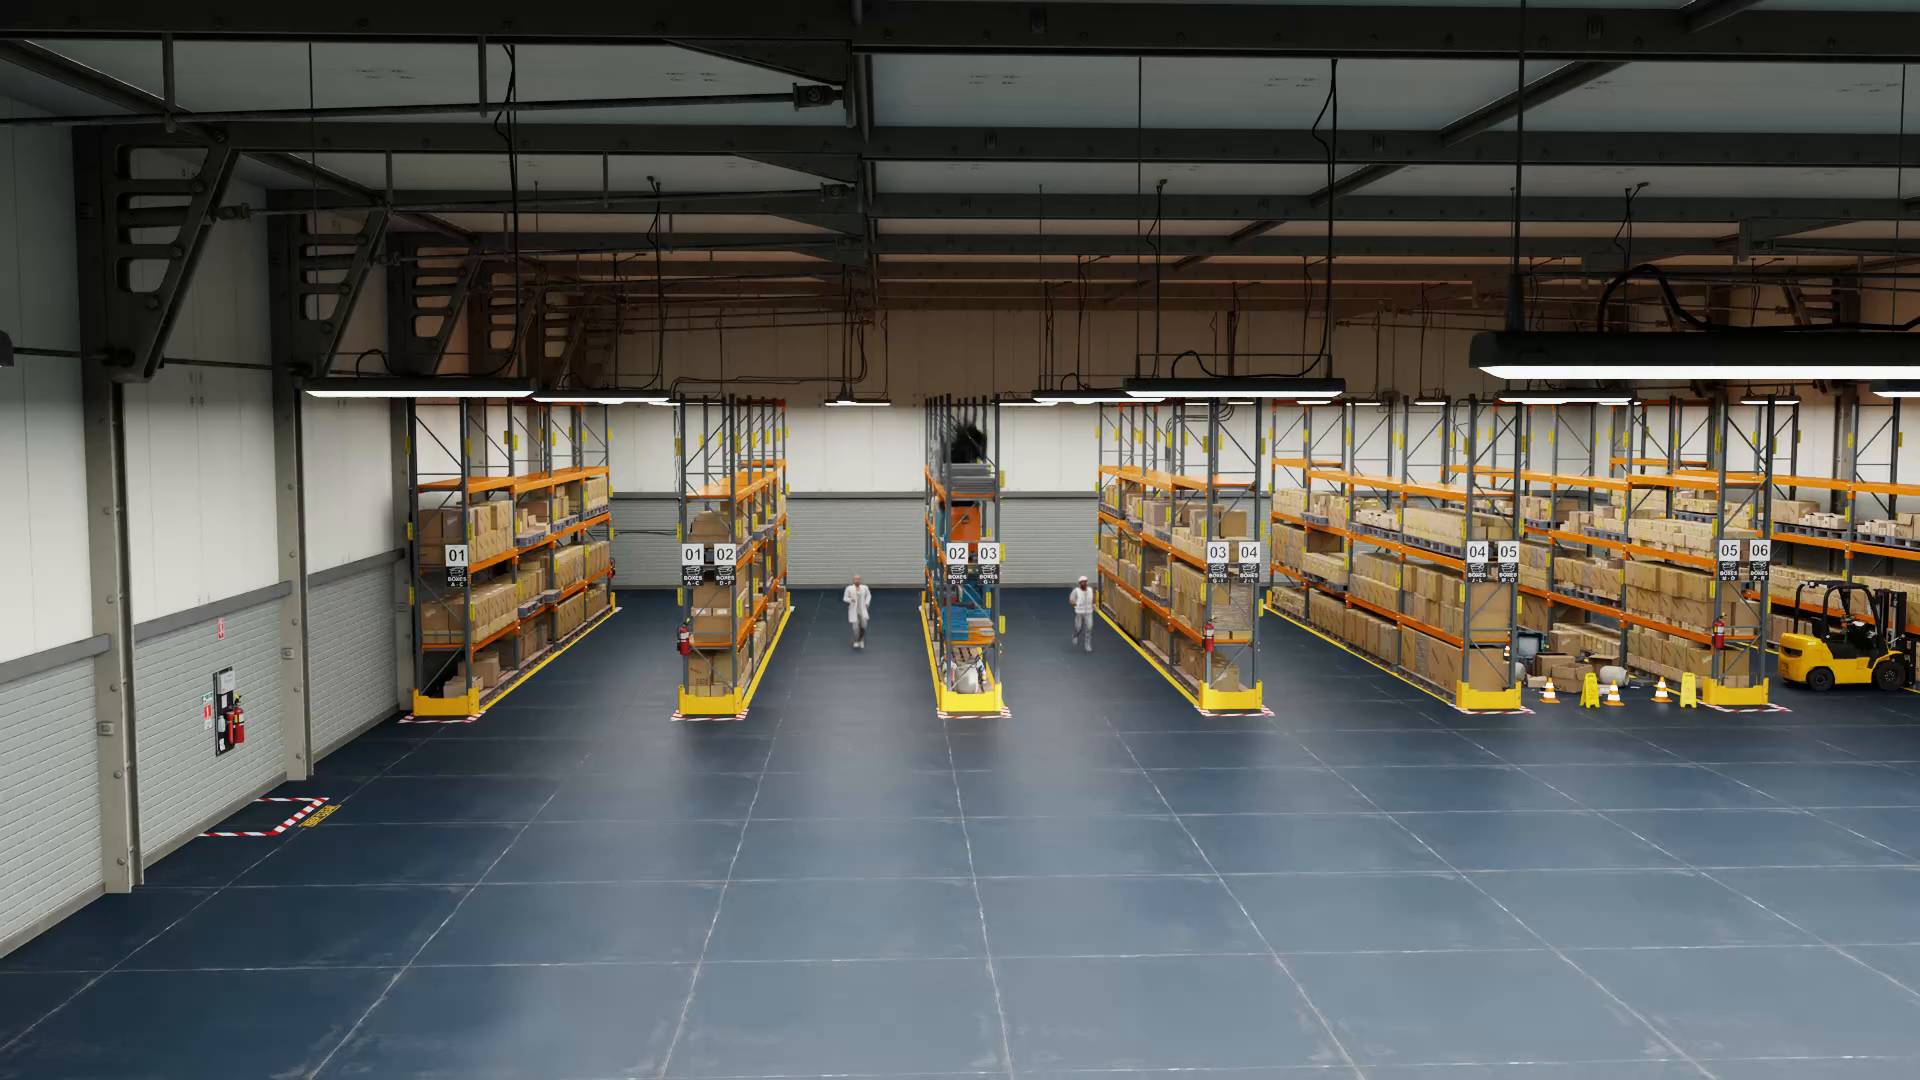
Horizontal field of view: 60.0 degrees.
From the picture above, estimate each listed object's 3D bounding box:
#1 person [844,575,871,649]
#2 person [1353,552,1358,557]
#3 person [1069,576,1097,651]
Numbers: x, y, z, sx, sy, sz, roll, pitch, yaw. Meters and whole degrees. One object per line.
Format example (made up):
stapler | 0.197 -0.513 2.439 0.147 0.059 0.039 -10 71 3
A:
person | -2.419 1.721 39.597 0.691 1.776 0.695 -1 5 -13
person | 11.089 1.179 46.639 0.644 1.723 0.610 -1 5 -15
person | 2.925 1.732 39.407 0.700 1.757 0.886 -1 5 -14
